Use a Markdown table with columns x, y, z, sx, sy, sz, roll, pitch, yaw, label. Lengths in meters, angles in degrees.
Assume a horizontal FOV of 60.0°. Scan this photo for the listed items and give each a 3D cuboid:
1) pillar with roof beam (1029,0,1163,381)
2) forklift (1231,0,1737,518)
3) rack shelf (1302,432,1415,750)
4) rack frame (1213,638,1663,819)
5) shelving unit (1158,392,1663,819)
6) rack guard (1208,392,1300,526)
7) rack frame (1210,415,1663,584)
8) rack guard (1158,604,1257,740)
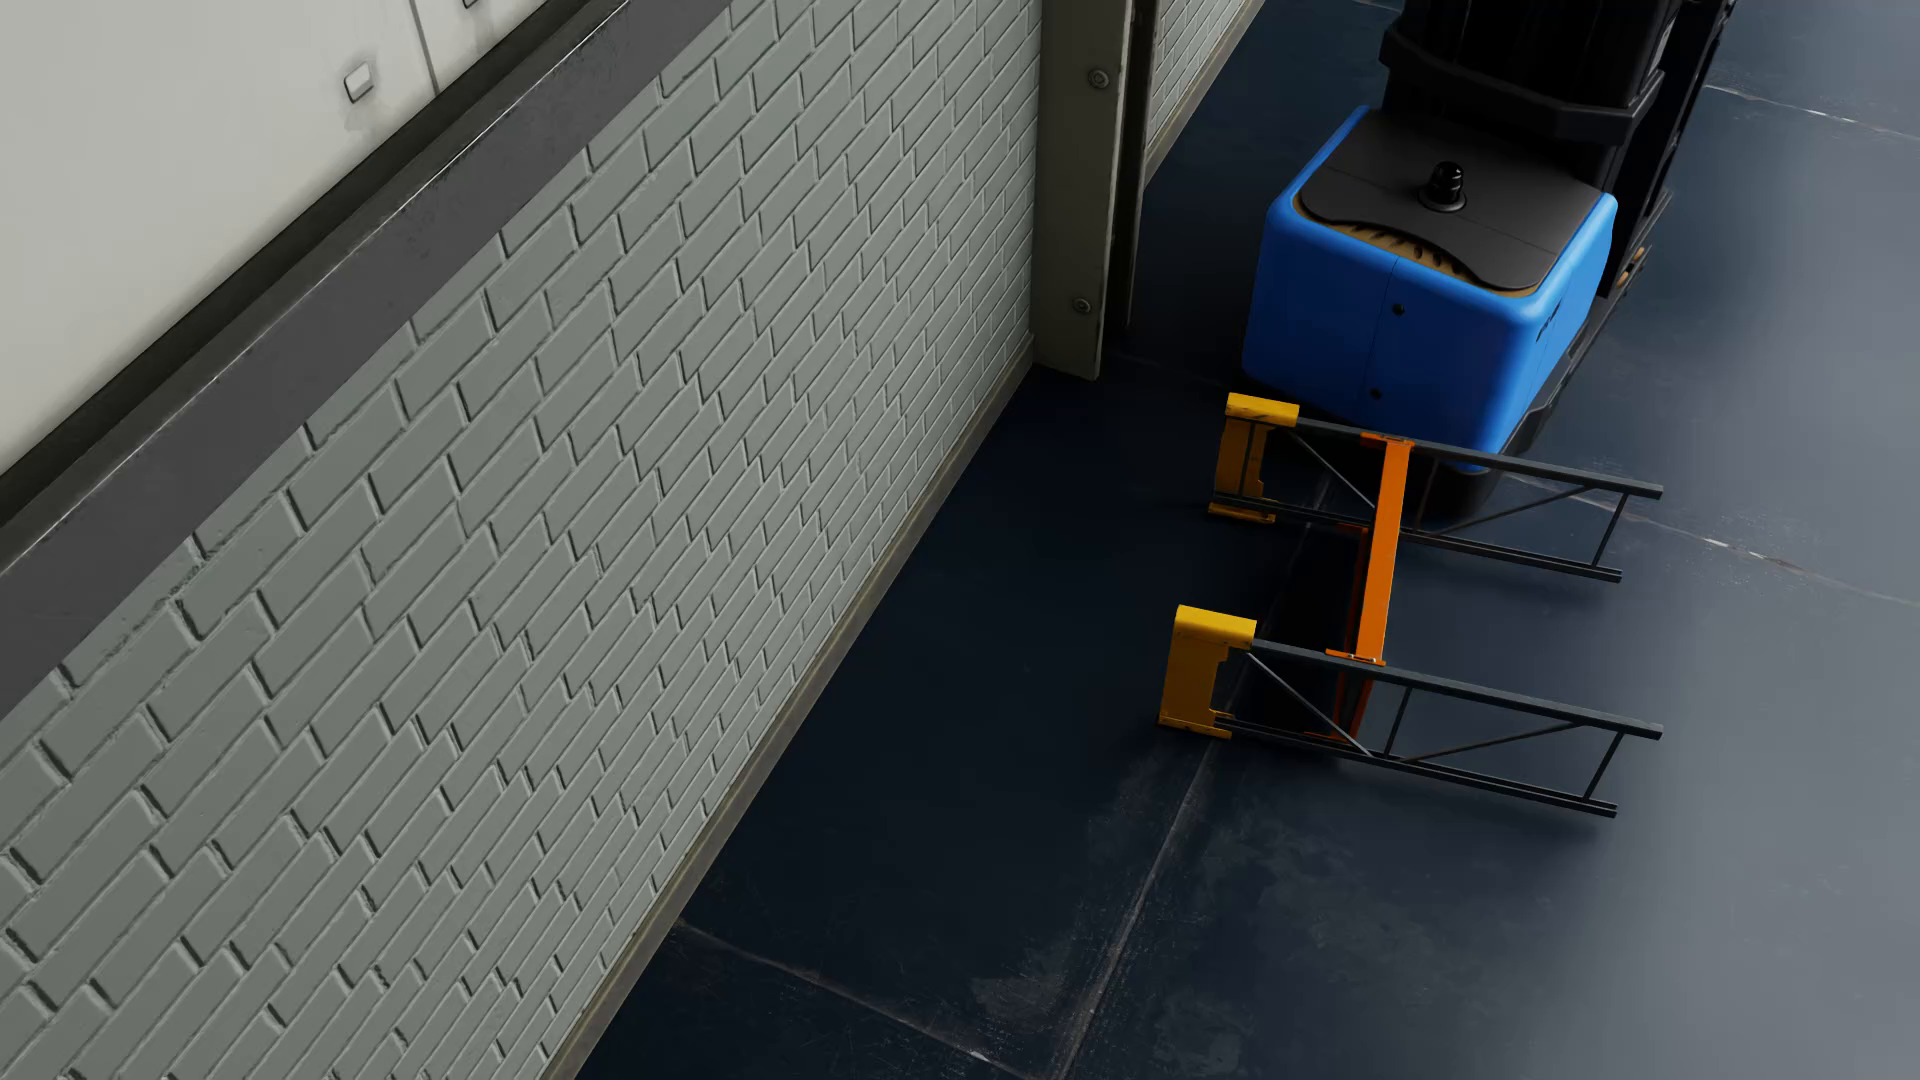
| x | y | z | sx | sy | sz | roll | pitch | yaw | label |
| --- | --- | --- | --- | --- | --- | --- | --- | --- | --- |
| 4.388 | -2.351 | 2.342 | 9.100 | 9.000 | 0.400 | 20 | 52 | 16 | pillar with roof beam |
| 2.313 | -2.131 | 6.139 | 1.130 | 2.935 | 3.031 | 27 | 55 | 21 | forklift |
| 1.366 | 0.172 | 5.701 | 0.185 | 0.538 | 1.000 | 12 | 51 | 10 | rack shelf |
| 1.405 | 0.582 | 5.352 | 1.500 | 0.500 | 0.032 | 12 | 51 | 10 | rack frame |
| 1.542 | 0.202 | 5.676 | 1.500 | 0.587 | 1.083 | 12 | 51 | 10 | shelving unit |
| 1.071 | -0.290 | 6.094 | 0.250 | 0.587 | 0.087 | 12 | 51 | 10 | rack guard |
| 1.674 | -0.165 | 5.988 | 1.500 | 0.500 | 0.032 | 12 | 51 | 10 | rack frame |
| 0.807 | 0.442 | 5.471 | 0.250 | 0.587 | 0.087 | 12 | 51 | 10 | rack guard |
